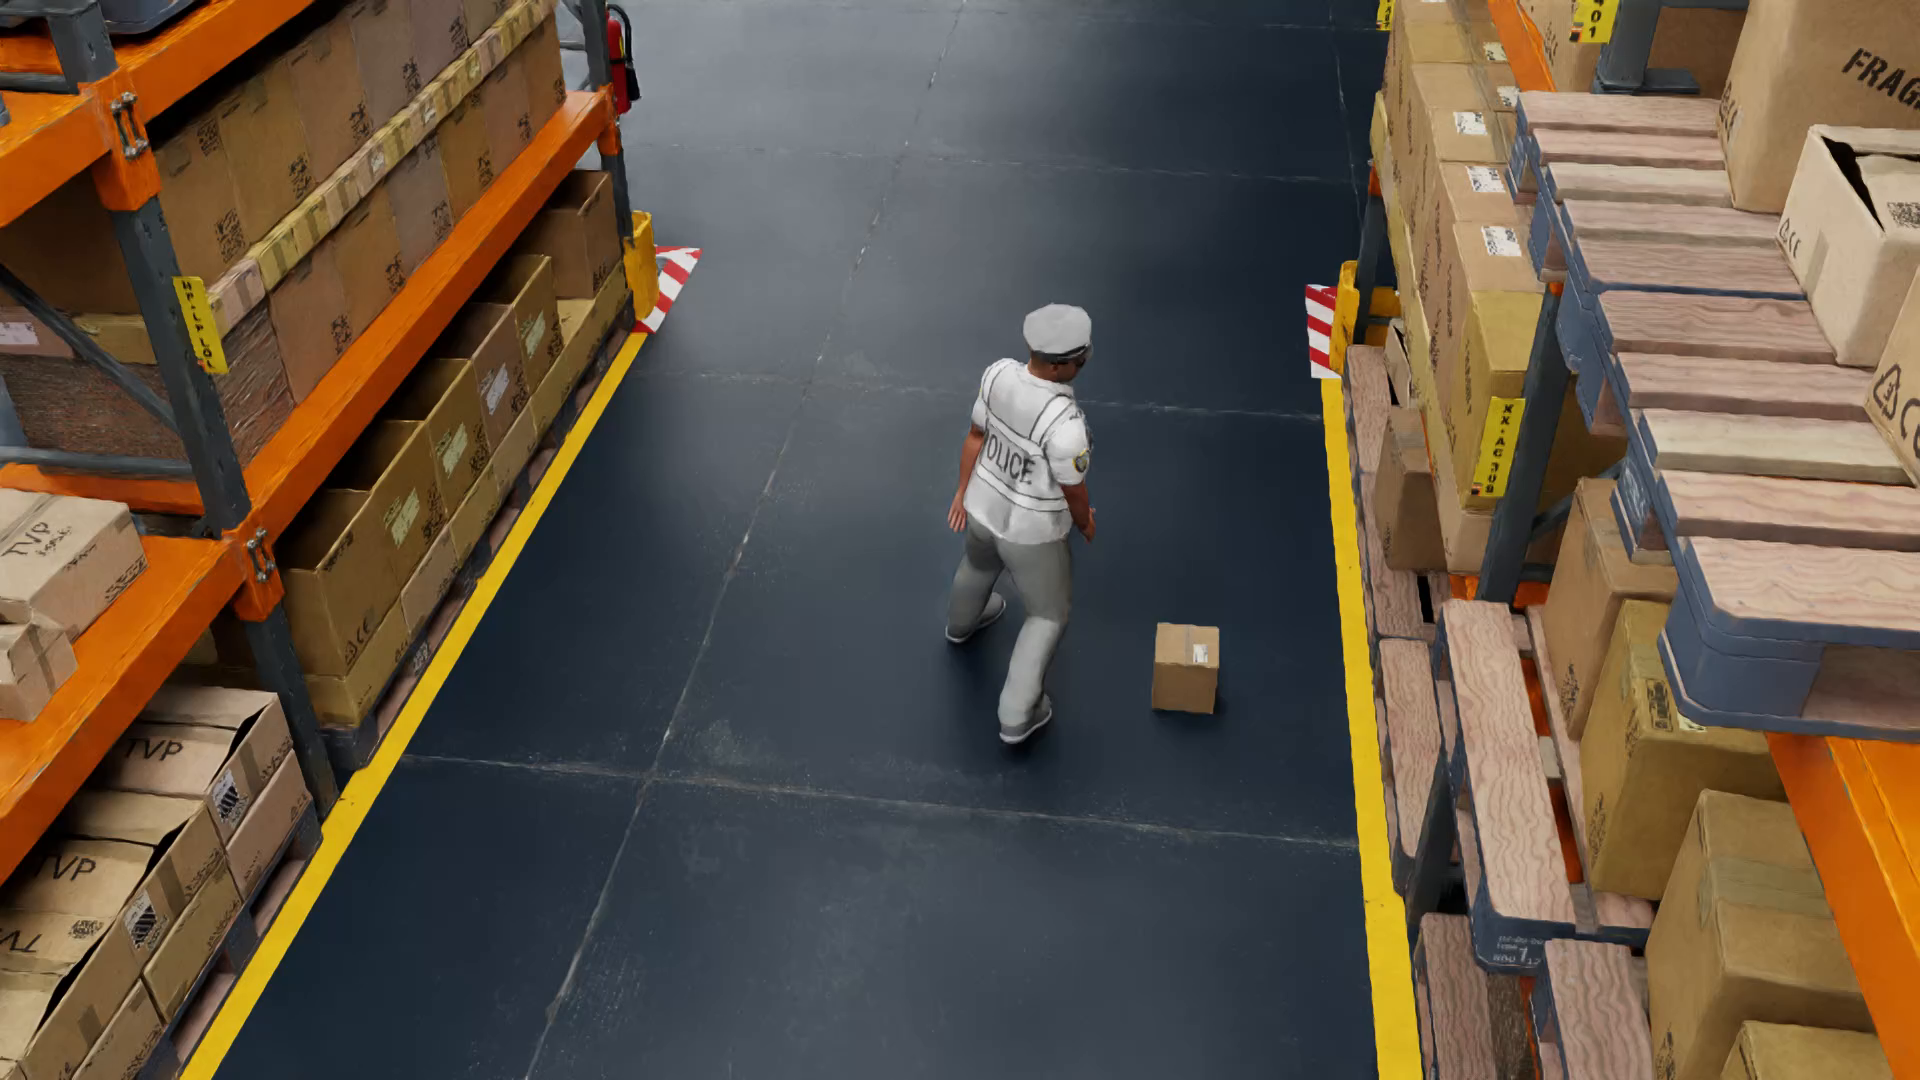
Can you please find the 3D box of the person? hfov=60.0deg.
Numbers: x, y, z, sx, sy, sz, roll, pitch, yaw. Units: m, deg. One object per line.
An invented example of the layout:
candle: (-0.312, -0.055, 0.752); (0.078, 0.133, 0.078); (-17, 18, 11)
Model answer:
person: (0.174, -0.124, 6.344); (0.603, 1.695, 0.827); (-25, 43, -30)
